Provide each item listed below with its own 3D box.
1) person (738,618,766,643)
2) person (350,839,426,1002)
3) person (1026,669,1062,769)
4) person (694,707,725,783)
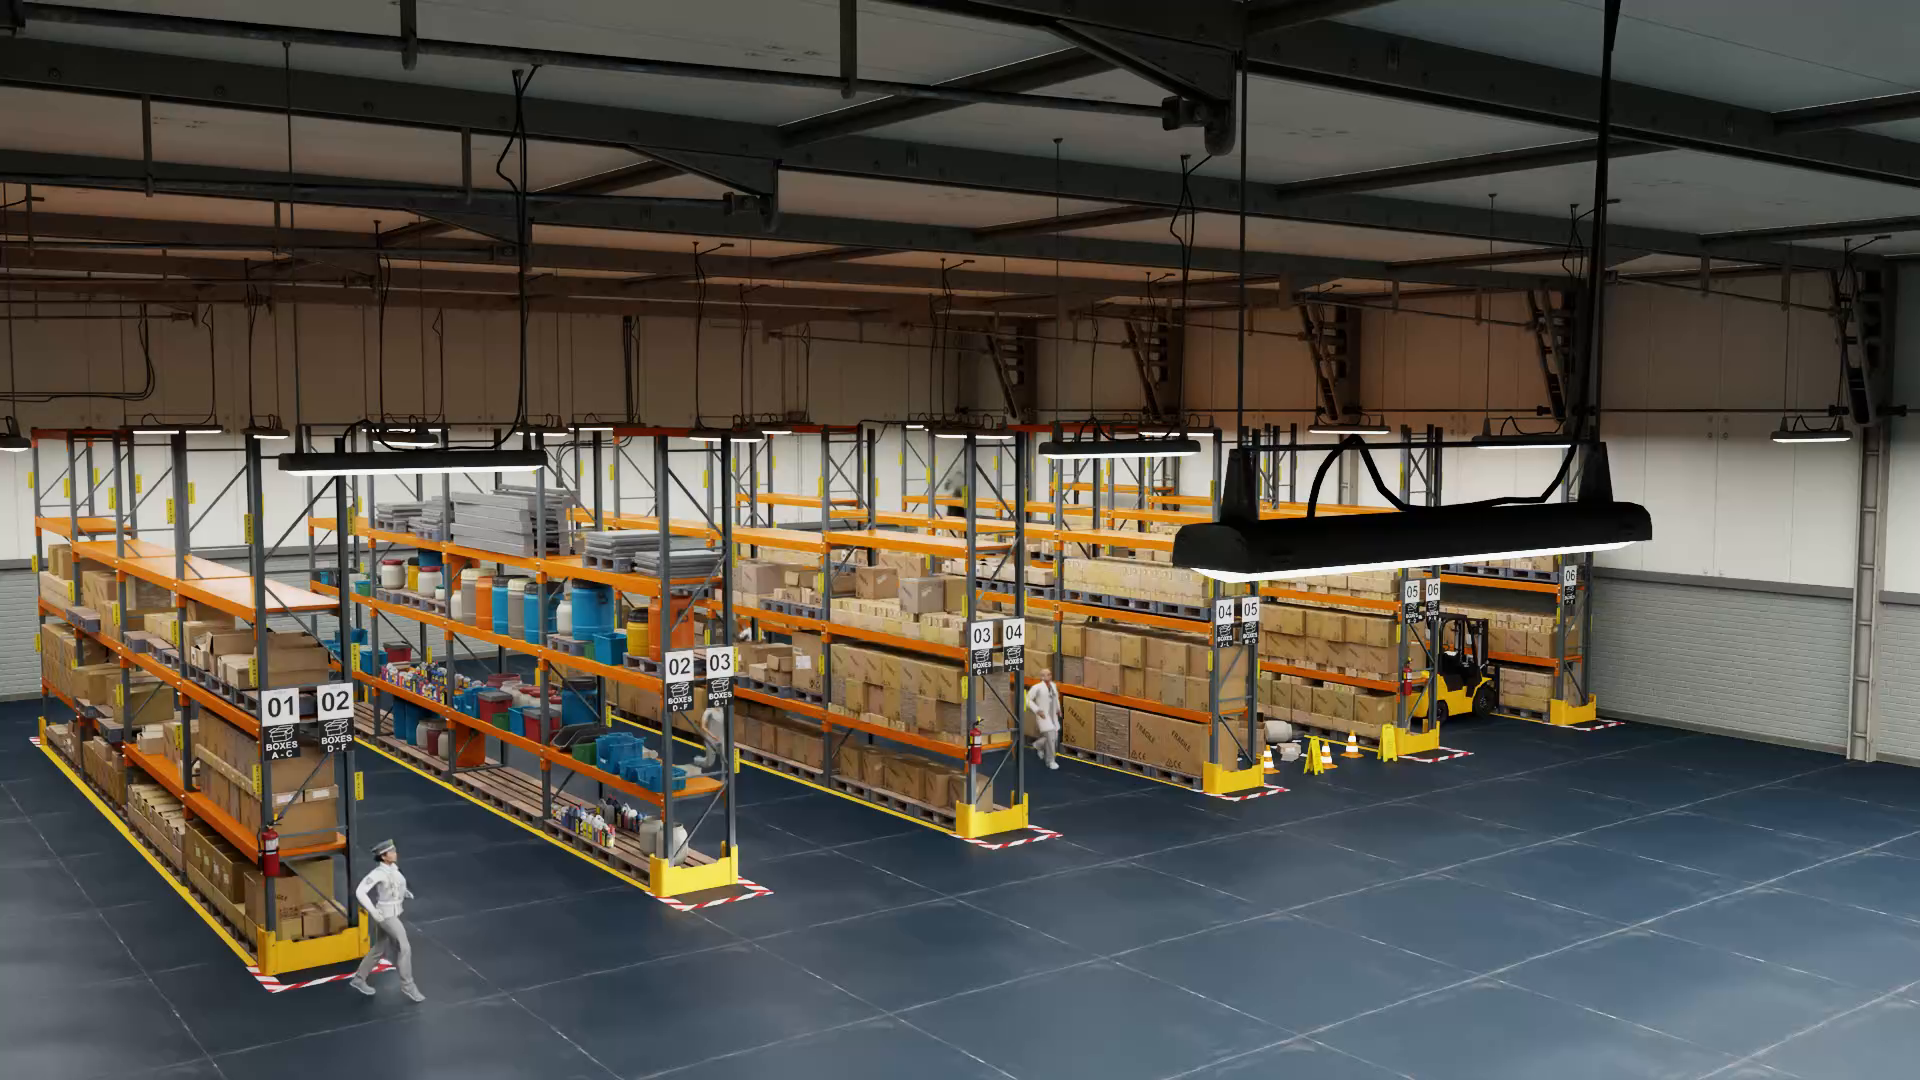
[{"bbox_3d":[-4.629,2.545,37.253,0.580,1.706,0.903,-3,5,-34],"label":"person"},{"bbox_3d":[-6.164,4.080,17.902,0.806,1.745,0.622,-1,5,-9],"label":"person"},{"bbox_3d":[1.502,3.117,29.482,0.740,1.676,0.675,-4,6,-40],"label":"person"},{"bbox_3d":[-4.094,3.358,27.756,0.547,1.652,1.000,-4,6,-42],"label":"person"}]
